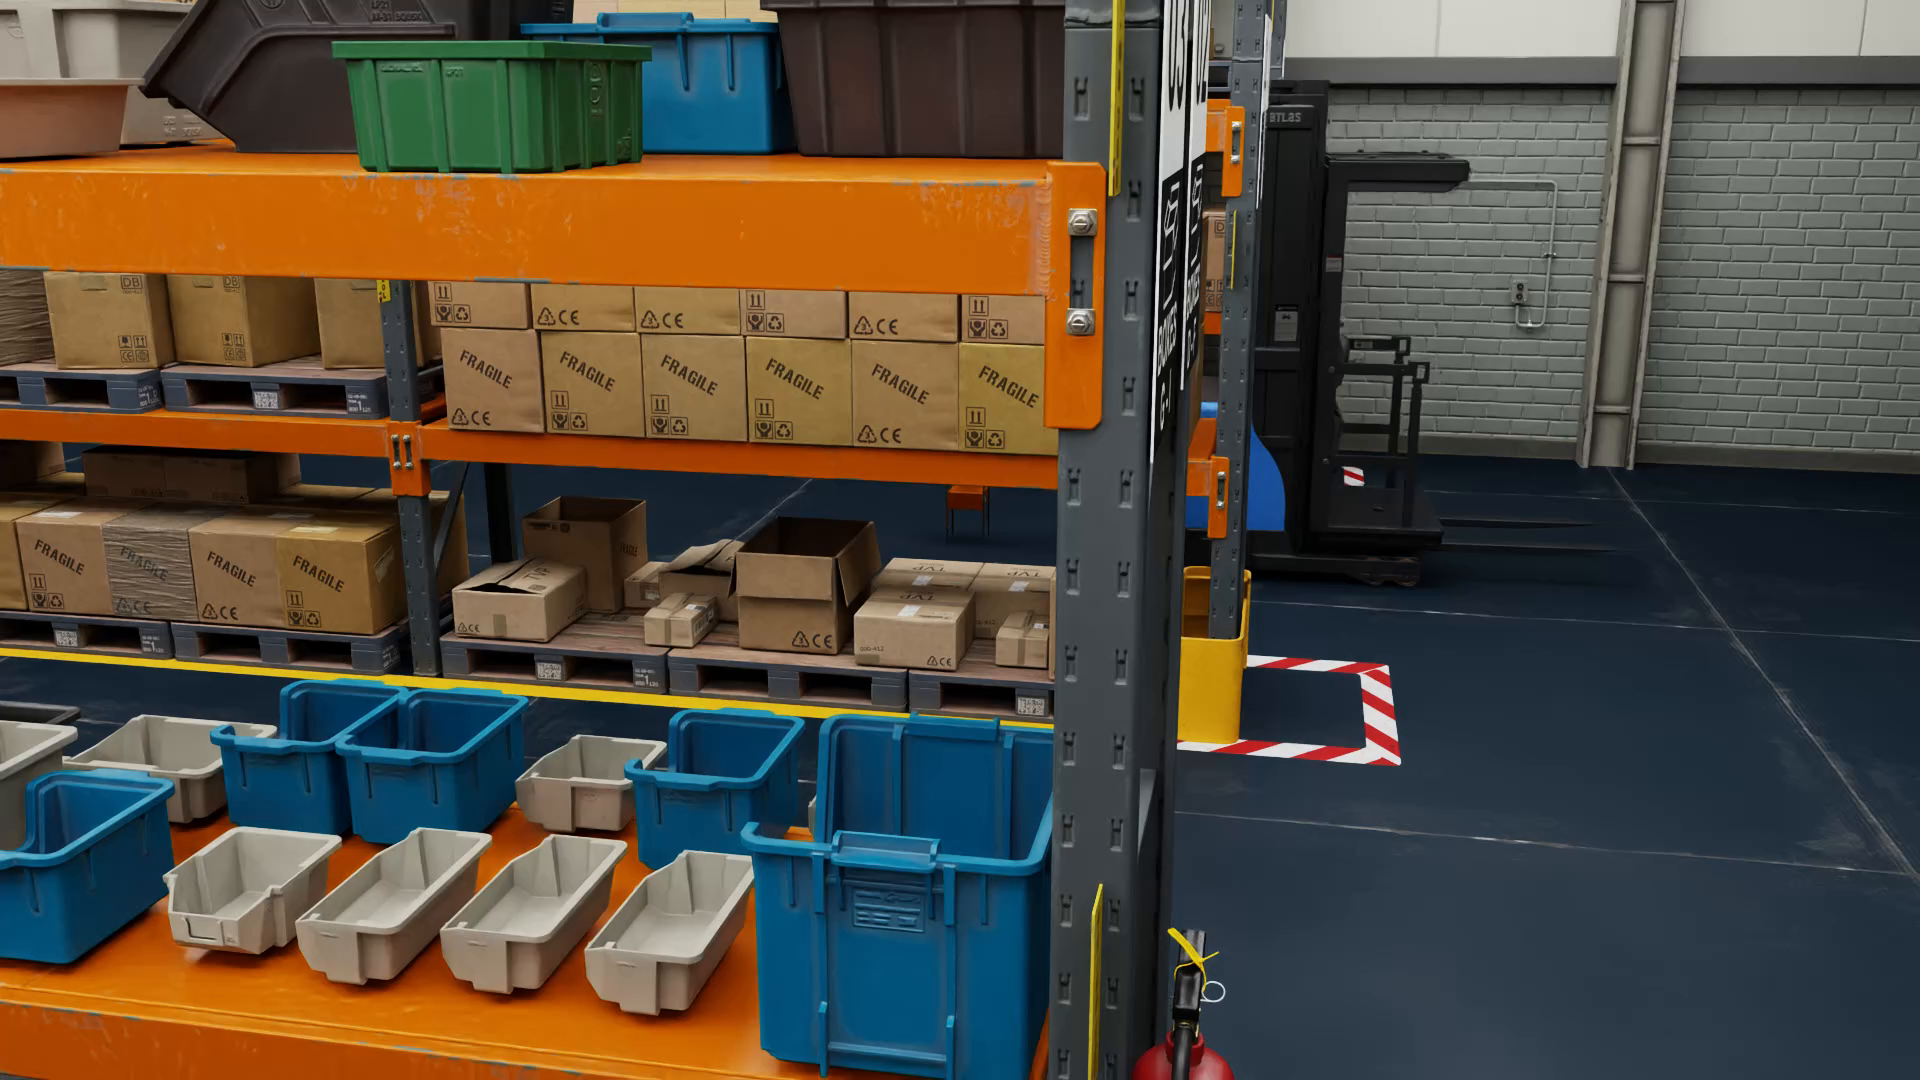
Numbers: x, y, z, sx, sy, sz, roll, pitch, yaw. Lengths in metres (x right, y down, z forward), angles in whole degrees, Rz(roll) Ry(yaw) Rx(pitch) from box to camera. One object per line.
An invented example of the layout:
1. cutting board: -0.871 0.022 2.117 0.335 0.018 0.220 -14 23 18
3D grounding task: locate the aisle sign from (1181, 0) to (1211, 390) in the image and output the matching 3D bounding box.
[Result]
1. aisle sign: 0.431 -0.696 3.016 0.004 0.787 0.394 3 16 11

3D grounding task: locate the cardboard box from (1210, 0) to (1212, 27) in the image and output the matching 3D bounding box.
1. cardboard box: 1.608 -4.048 12.270 0.500 0.500 0.500 2 16 9

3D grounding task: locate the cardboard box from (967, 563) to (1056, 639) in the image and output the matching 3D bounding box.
1. cardboard box: 0.326 0.318 8.550 0.500 0.250 0.500 3 16 11

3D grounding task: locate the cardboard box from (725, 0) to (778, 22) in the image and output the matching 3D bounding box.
1. cardboard box: -0.733 -2.319 7.469 0.500 0.250 0.500 3 16 11

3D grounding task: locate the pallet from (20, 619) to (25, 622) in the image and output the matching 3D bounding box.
1. pallet: -5.824 0.303 9.503 1.213 0.211 1.003 3 16 11

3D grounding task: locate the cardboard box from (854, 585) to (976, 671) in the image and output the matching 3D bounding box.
1. cardboard box: -0.215 0.425 8.164 0.500 0.250 0.500 3 16 11

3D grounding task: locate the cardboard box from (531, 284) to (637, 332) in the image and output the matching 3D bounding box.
1. cardboard box: -1.716 -1.282 7.940 0.500 0.500 0.500 3 16 9

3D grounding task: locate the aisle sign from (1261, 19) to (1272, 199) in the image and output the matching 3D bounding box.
1. aisle sign: 1.417 -1.991 7.690 0.004 0.787 0.394 3 16 11

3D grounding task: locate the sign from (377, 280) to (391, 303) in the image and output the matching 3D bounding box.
1. sign: -2.735 -1.290 7.862 0.005 0.325 0.100 3 16 11

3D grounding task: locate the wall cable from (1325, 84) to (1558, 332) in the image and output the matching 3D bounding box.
1. wall cable: 3.719 -2.630 12.964 1.851 1.984 0.084 3 16 11

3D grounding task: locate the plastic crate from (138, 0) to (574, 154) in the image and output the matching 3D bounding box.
1. plastic crate: -1.141 -0.938 3.257 0.767 0.338 0.504 3 16 11

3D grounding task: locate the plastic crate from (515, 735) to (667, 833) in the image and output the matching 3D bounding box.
1. plastic crate: -0.838 0.555 3.752 0.298 0.136 0.250 3 16 11

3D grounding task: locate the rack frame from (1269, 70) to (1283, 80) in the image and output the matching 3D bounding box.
1. rack frame: 2.275 -1.961 12.452 0.127 3.000 1.000 3 16 11

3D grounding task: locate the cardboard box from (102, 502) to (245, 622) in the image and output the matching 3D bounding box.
1. cardboard box: -4.143 0.108 8.840 0.500 0.500 0.500 3 16 12

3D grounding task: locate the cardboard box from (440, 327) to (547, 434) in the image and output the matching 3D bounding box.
1. cardboard box: -2.183 -0.827 8.173 0.500 0.500 0.500 4 16 13

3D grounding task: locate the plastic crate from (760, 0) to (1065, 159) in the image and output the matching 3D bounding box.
1. plastic crate: -0.021 -0.845 3.050 0.590 0.269 0.497 3 16 11

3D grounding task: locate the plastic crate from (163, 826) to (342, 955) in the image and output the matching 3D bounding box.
1. plastic crate: -1.387 0.694 3.248 0.250 0.136 0.298 3 16 11

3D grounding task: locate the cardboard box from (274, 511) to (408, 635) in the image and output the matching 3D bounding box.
1. cardboard box: -3.169 0.164 8.640 0.500 0.500 0.500 3 16 11

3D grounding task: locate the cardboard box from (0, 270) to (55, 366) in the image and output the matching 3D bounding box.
1. cardboard box: -5.050 -1.238 8.870 0.500 0.500 0.700 6 17 22

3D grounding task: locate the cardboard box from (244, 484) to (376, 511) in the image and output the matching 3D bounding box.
1. cardboard box: -3.578 0.000 9.231 0.500 0.500 0.500 3 16 12

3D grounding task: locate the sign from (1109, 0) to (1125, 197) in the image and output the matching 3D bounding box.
1. sign: 0.207 -0.620 2.187 0.005 0.325 0.100 3 16 11

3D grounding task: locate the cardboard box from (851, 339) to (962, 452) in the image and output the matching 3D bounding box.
1. cardboard box: -0.198 -0.720 7.786 0.500 0.500 0.500 3 16 12

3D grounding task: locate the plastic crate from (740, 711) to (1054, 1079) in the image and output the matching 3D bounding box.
1. plastic crate: -0.064 0.616 2.971 0.499 0.435 0.616 3 16 11

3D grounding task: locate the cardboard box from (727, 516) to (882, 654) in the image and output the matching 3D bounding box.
1. cardboard box: -0.786 0.212 8.460 0.637 0.503 0.797 3 16 11

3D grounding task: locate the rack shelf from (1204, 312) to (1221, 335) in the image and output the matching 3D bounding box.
1. rack shelf: 0.316 -1.721 12.932 4.000 0.370 1.077 3 16 11

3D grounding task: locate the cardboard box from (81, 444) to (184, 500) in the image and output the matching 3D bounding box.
1. cardboard box: -4.525 -0.416 9.327 0.500 0.250 0.500 3 16 10

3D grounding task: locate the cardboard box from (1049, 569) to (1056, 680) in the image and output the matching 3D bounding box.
1. cardboard box: 0.710 0.363 7.920 0.500 0.500 0.500 3 16 11

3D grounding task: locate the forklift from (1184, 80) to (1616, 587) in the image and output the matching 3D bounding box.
1. forklift: 2.477 -1.285 10.140 3.031 2.935 1.130 2 16 8

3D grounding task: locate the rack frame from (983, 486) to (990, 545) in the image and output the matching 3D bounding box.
1. rack frame: 0.172 -0.497 10.818 0.008 1.050 0.200 3 16 11

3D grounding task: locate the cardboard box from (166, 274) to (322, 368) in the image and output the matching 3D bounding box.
1. cardboard box: -3.734 -1.232 8.846 0.500 0.500 0.700 6 16 20

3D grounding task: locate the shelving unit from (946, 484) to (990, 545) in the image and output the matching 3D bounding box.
1. shelving unit: 0.052 -0.503 10.842 0.252 1.050 0.215 3 16 11

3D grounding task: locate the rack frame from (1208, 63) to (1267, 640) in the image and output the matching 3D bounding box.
1. rack frame: 1.292 -0.665 7.773 0.127 3.000 1.000 3 16 11

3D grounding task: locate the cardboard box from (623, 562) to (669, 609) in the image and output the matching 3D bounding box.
1. cardboard box: -1.634 0.245 9.006 0.250 0.149 0.380 3 16 11

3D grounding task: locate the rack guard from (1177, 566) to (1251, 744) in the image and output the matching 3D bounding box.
1. rack guard: 1.217 0.536 8.122 0.348 0.500 1.175 3 16 11

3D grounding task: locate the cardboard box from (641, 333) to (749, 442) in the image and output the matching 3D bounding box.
1. cardboard box: -1.190 -0.774 7.979 0.500 0.500 0.500 3 16 11

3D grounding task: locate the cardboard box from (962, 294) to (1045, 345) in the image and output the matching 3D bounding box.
1. cardboard box: 0.306 -1.173 7.548 0.500 0.500 0.500 4 16 13

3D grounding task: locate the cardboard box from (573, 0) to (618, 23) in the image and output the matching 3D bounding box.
1. cardboard box: -1.711 -2.375 7.672 0.500 0.250 0.500 3 16 11

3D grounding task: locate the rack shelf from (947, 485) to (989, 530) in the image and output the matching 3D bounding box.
1. rack shelf: 0.052 -0.225 10.919 0.240 0.259 0.215 3 16 11

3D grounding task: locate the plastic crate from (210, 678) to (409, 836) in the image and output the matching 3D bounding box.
1. plastic crate: -1.460 0.497 3.779 0.300 0.233 0.416 3 16 11

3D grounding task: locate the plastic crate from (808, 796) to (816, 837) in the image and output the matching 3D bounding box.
1. plastic crate: -0.173 0.591 3.621 0.298 0.136 0.250 3 16 11

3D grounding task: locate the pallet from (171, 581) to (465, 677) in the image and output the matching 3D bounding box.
1. pallet: -3.432 0.433 9.034 1.213 0.211 1.003 3 16 11

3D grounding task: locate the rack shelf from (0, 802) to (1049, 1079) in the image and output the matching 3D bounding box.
1. rack shelf: -1.659 0.871 3.576 4.000 0.370 1.077 3 16 11

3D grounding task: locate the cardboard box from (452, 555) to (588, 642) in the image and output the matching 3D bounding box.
1. cardboard box: -2.260 0.285 8.557 0.500 0.311 0.500 3 16 11

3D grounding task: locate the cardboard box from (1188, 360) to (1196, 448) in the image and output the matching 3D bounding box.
1. cardboard box: 0.799 -0.666 7.589 0.500 0.500 0.500 4 16 13

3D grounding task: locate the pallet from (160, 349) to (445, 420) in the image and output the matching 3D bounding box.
1. pallet: -3.389 -0.856 8.824 1.213 0.211 1.003 3 16 11

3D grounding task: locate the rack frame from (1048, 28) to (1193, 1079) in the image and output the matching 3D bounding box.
1. rack frame: 0.301 0.631 3.096 0.127 3.000 1.000 3 16 11

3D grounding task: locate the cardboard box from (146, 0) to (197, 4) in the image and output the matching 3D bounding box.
1. cardboard box: -3.766 -2.698 8.331 0.600 0.600 0.600 3 16 10

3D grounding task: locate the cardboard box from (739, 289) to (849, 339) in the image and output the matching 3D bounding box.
1. cardboard box: -0.707 -1.227 7.742 0.500 0.500 0.500 4 16 13

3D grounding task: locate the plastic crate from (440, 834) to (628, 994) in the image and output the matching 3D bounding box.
1. plastic crate: -0.815 0.714 3.178 0.243 0.136 0.396 3 16 11

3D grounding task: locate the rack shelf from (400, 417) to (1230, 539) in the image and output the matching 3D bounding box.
1. rack shelf: -0.668 -0.425 8.253 4.000 0.370 1.077 3 16 11

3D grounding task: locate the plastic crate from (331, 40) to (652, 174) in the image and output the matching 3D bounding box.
1. plastic crate: -0.722 -0.690 2.644 0.336 0.188 0.450 3 16 11

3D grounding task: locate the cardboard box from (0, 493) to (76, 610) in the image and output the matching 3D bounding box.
1. cardboard box: -5.154 0.056 9.031 0.500 0.500 0.500 3 16 10

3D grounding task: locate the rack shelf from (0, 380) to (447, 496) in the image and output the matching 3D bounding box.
1. rack shelf: -4.588 -0.637 9.022 4.000 0.370 1.077 3 16 11

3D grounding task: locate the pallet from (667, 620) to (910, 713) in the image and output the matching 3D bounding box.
1. pallet: -0.756 0.567 8.549 1.213 0.211 1.003 3 16 11

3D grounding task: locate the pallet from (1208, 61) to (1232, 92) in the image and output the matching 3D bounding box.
1. pallet: 1.546 -3.401 12.196 1.213 0.211 1.003 3 16 11

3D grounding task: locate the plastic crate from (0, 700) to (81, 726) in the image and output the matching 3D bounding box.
1. plastic crate: -2.468 0.511 3.932 0.590 0.125 0.437 3 16 11

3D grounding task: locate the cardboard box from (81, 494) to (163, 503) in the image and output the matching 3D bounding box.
1. cardboard box: -4.562 -0.056 9.432 0.500 0.500 0.500 3 16 9
